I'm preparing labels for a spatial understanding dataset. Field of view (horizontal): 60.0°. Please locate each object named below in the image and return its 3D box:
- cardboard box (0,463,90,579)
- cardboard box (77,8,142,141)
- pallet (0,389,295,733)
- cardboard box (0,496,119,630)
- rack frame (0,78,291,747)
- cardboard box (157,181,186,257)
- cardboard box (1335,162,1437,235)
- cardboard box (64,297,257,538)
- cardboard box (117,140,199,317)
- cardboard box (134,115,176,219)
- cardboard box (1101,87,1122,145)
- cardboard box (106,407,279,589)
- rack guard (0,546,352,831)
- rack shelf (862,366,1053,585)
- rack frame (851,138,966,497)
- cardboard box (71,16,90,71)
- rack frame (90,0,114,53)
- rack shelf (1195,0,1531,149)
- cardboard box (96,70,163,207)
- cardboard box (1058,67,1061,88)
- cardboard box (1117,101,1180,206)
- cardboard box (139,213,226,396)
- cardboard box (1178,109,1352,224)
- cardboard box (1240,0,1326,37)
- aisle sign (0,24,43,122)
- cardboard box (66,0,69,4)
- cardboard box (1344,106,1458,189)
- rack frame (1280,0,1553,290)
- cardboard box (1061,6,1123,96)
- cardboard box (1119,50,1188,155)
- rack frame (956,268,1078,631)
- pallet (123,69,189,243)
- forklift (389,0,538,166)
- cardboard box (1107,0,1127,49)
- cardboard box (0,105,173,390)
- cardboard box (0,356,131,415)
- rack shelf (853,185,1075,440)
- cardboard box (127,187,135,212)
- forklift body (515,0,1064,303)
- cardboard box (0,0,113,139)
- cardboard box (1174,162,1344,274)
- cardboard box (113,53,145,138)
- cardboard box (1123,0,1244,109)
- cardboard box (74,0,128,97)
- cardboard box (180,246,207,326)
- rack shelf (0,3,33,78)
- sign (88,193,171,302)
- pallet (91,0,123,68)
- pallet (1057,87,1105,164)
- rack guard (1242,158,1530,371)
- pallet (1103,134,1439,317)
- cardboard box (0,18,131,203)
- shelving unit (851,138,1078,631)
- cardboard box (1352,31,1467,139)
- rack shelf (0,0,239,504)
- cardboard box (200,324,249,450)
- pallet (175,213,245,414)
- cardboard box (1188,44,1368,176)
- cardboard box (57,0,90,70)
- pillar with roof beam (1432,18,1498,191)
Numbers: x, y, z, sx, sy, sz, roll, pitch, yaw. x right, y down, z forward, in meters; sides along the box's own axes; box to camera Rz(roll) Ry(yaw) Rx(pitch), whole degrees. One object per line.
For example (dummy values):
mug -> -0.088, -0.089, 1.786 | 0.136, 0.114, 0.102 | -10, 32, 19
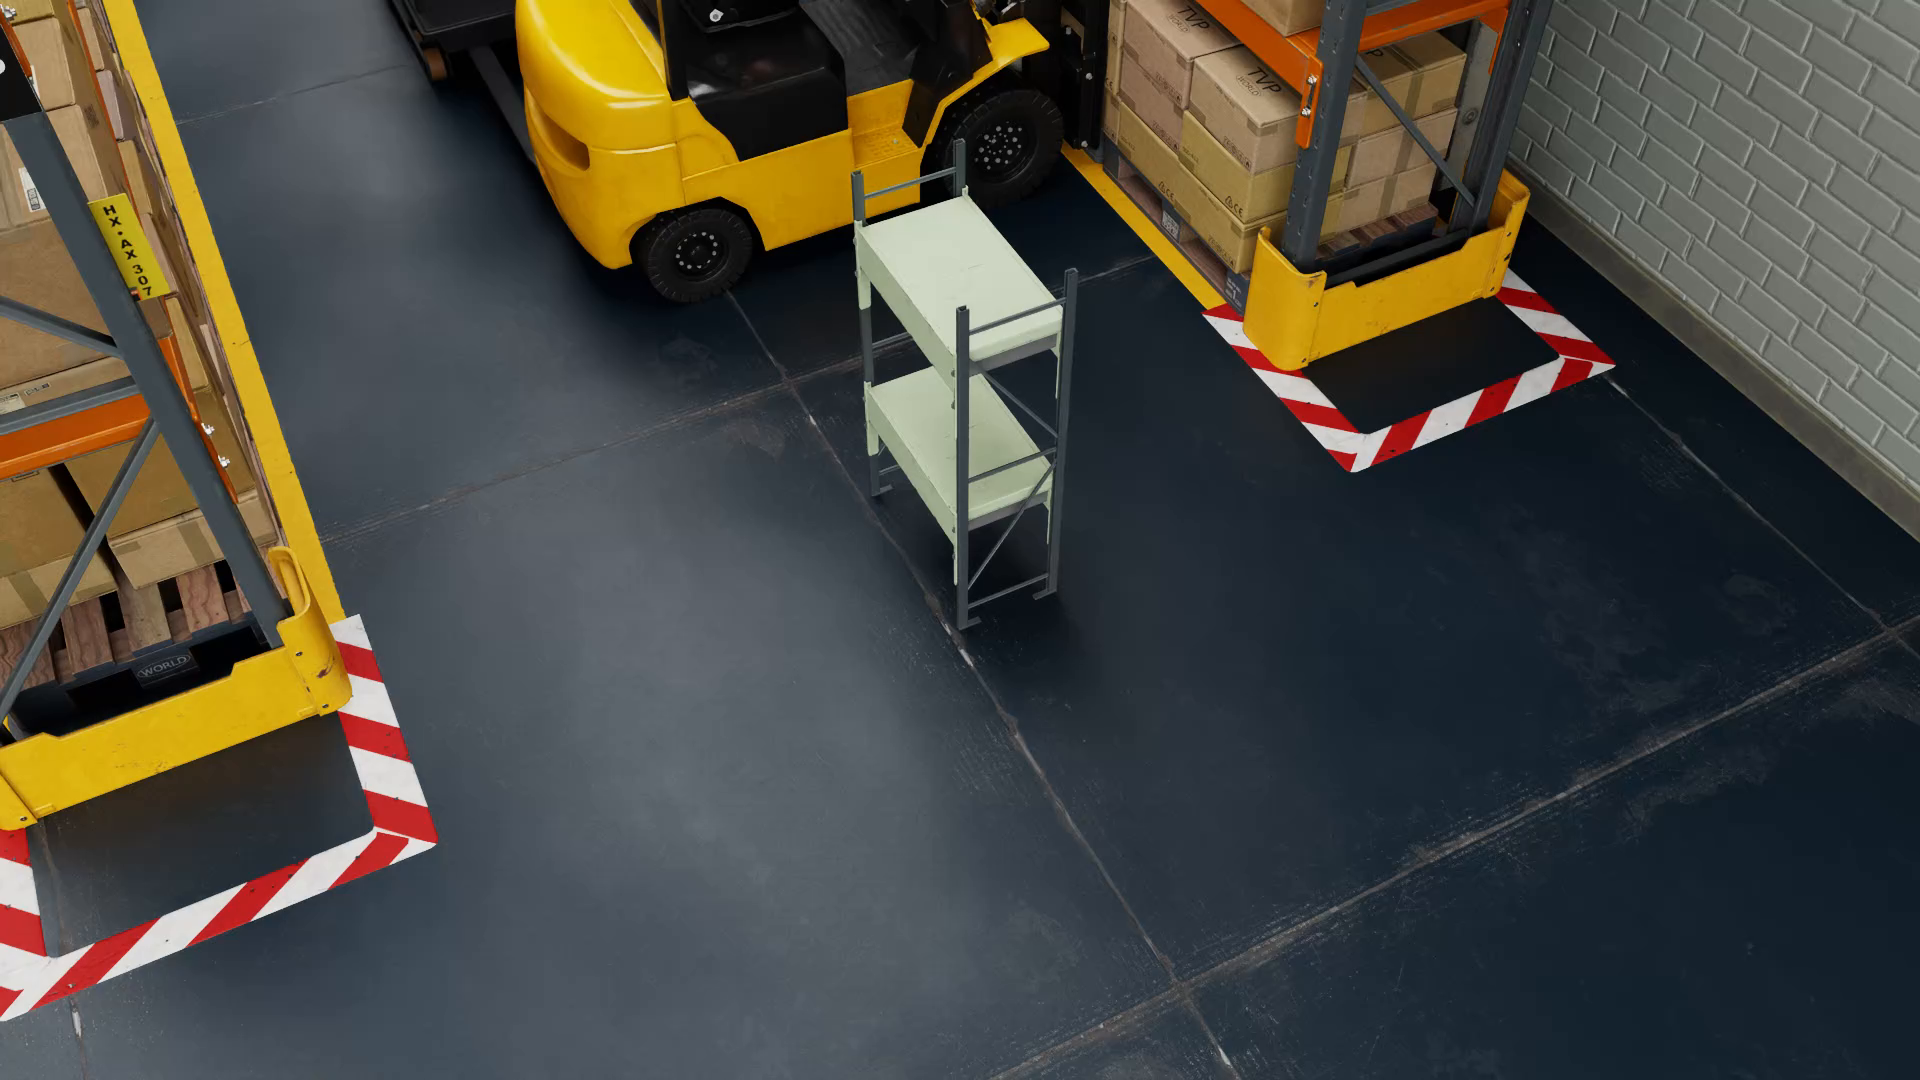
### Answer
cardboard box -> -3.252, -0.214, 5.494 | 0.500, 0.500, 0.500 | -21, 52, -17
cardboard box -> -3.741, -1.802, 6.882 | 0.500, 0.500, 0.500 | -20, 52, -17
pallet -> -3.029, 0.023, 6.089 | 1.003, 0.211, 1.213 | -21, 52, -18
cardboard box -> -3.274, 0.015, 5.792 | 0.500, 0.250, 0.500 | -21, 52, -18
rack frame -> -2.654, -0.288, 4.509 | 1.000, 3.000, 0.127 | -21, 52, -18
cardboard box -> -3.494, -1.200, 6.855 | 0.500, 0.250, 0.500 | -20, 52, -17
cardboard box -> 1.707, -1.629, 7.230 | 0.500, 0.250, 0.500 | -21, 52, -17
cardboard box -> -2.789, -0.419, 5.673 | 0.500, 0.500, 0.500 | -23, 53, -19
cardboard box -> -3.254, -1.106, 6.274 | 0.500, 0.500, 0.500 | -20, 52, -17
cardboard box -> -3.722, -1.542, 7.154 | 0.500, 0.250, 0.500 | -22, 53, -18
cardboard box -> 0.822, -2.113, 7.653 | 0.500, 0.250, 0.500 | -21, 52, -17
cardboard box -> -2.777, -0.156, 5.941 | 0.500, 0.250, 0.500 | -22, 52, -18
rack guard -> -2.689, 0.484, 5.494 | 1.175, 0.500, 0.348 | -21, 52, -18
rack shelf -> 0.003, -0.275, 5.927 | 0.431, 0.370, 0.720 | -21, 52, -18
rack frame -> -0.164, -0.734, 5.896 | 0.400, 1.500, 0.023 | -21, 52, -18
cardboard box -> -3.358, -1.752, 5.957 | 0.380, 0.149, 0.250 | -21, 52, -17
rack frame -> -4.484, -2.965, 6.851 | 1.000, 3.000, 0.127 | -21, 52, -18
rack shelf -> 0.843, -3.102, 7.448 | 1.077, 0.370, 4.000 | -21, 52, -18
cardboard box -> -3.506, -1.460, 6.584 | 0.500, 0.500, 0.500 | -19, 51, -16
cardboard box -> 0.564, -2.453, 7.950 | 0.500, 0.250, 0.500 | -20, 52, -16
cardboard box -> 1.043, -1.775, 7.357 | 0.500, 0.250, 0.500 | -21, 52, -18
cardboard box -> -3.032, -0.767, 5.978 | 0.500, 0.500, 0.500 | -23, 53, -19
cardboard box -> 1.257, -1.616, 6.886 | 0.500, 0.250, 0.500 | -22, 52, -18
cardboard box -> 1.299, -2.272, 6.178 | 0.500, 0.500, 0.500 | -22, 52, -18
aisle sign -> -2.350, -1.209, 3.588 | 0.394, 0.787, 0.004 | -21, 52, -18
cardboard box -> -3.598, -2.093, 6.255 | 0.380, 0.149, 0.250 | -22, 52, -18
cardboard box -> 1.727, -1.784, 7.033 | 0.500, 0.250, 0.500 | -20, 52, -17
rack frame -> 1.758, -2.000, 6.007 | 1.000, 3.000, 0.127 | -21, 52, -18
cardboard box -> 0.782, -2.293, 7.479 | 0.500, 0.250, 0.500 | -22, 52, -18
cardboard box -> 1.037, -1.955, 7.183 | 0.500, 0.250, 0.500 | -22, 52, -18
rack frame -> 0.171, -0.244, 5.467 | 0.400, 1.500, 0.023 | -21, 52, -18
pallet -> -4.146, -1.610, 7.518 | 1.003, 0.211, 1.213 | -21, 52, -18
forklift -> -2.272, -3.617, 7.466 | 1.130, 2.935, 3.031 | -21, 52, -17
cardboard box -> 0.791, -2.437, 7.272 | 0.500, 0.250, 0.500 | -21, 52, -17
cardboard box -> -2.624, -0.831, 4.720 | 0.500, 0.500, 0.500 | -22, 52, -18
cardboard box -> -2.625, -0.504, 4.865 | 0.380, 0.149, 0.250 | -21, 52, -17
rack shelf -> 0.003, -0.746, 5.388 | 0.431, 0.370, 0.720 | -21, 52, -18
cardboard box -> -2.878, -1.059, 5.350 | 0.380, 0.149, 0.250 | -20, 52, -17
forklift body -> -0.732, -2.361, 6.886 | 2.313, 2.155, 1.214 | -21, 52, -18
cardboard box -> -3.098, -1.517, 5.320 | 0.500, 0.500, 0.500 | -22, 52, -18
cardboard box -> 1.262, -1.439, 7.063 | 0.500, 0.250, 0.500 | -21, 52, -17
cardboard box -> -3.975, -1.895, 7.462 | 0.500, 0.250, 0.500 | -19, 52, -16
cardboard box -> 1.031, -2.103, 6.980 | 0.500, 0.250, 0.500 | -20, 52, -17
cardboard box -> -3.975, -2.141, 7.180 | 0.500, 0.500, 0.500 | -22, 52, -18
cardboard box -> -3.265, -0.861, 6.558 | 0.500, 0.250, 0.500 | -18, 51, -15
rack shelf -> -3.569, -2.377, 4.821 | 1.077, 0.370, 4.000 | -21, 52, -18
sign -> -2.172, -0.760, 4.347 | 0.100, 0.325, 0.005 | -21, 52, -18
pallet -> -4.842, -2.568, 8.355 | 1.003, 0.211, 1.213 | -21, 52, -18
pallet -> 0.816, -2.395, 8.204 | 1.003, 0.211, 1.213 | -21, 52, -18
rack guard -> 1.769, -1.161, 6.933 | 1.175, 0.500, 0.348 | -21, 52, -18
pallet -> 1.371, -1.580, 7.491 | 1.003, 0.211, 1.213 | -21, 52, -18
cardboard box -> -2.864, -1.177, 5.022 | 0.500, 0.500, 0.500 | -20, 52, -16
shelving unit -> 0.003, -0.489, 5.682 | 0.431, 1.500, 0.755 | -21, 52, -18
cardboard box -> 1.706, -1.949, 6.845 | 0.500, 0.250, 0.500 | -22, 52, -18
rack shelf -> -3.569, -1.390, 5.951 | 1.077, 0.370, 4.000 | -21, 52, -18
cardboard box -> -3.004, -0.500, 6.242 | 0.500, 0.250, 0.500 | -19, 52, -16
pallet -> -3.583, -0.792, 6.803 | 1.003, 0.211, 1.213 | -21, 52, -18
cardboard box -> 1.270, -1.763, 6.683 | 0.500, 0.250, 0.500 | -20, 52, -16
cardboard box -> -3.338, -1.855, 5.616 | 0.500, 0.500, 0.500 | -22, 52, -18
pillar with roof beam -> -1.587, -3.269, 3.131 | 9.100, 9.000, 0.400 | -21, 52, -18
